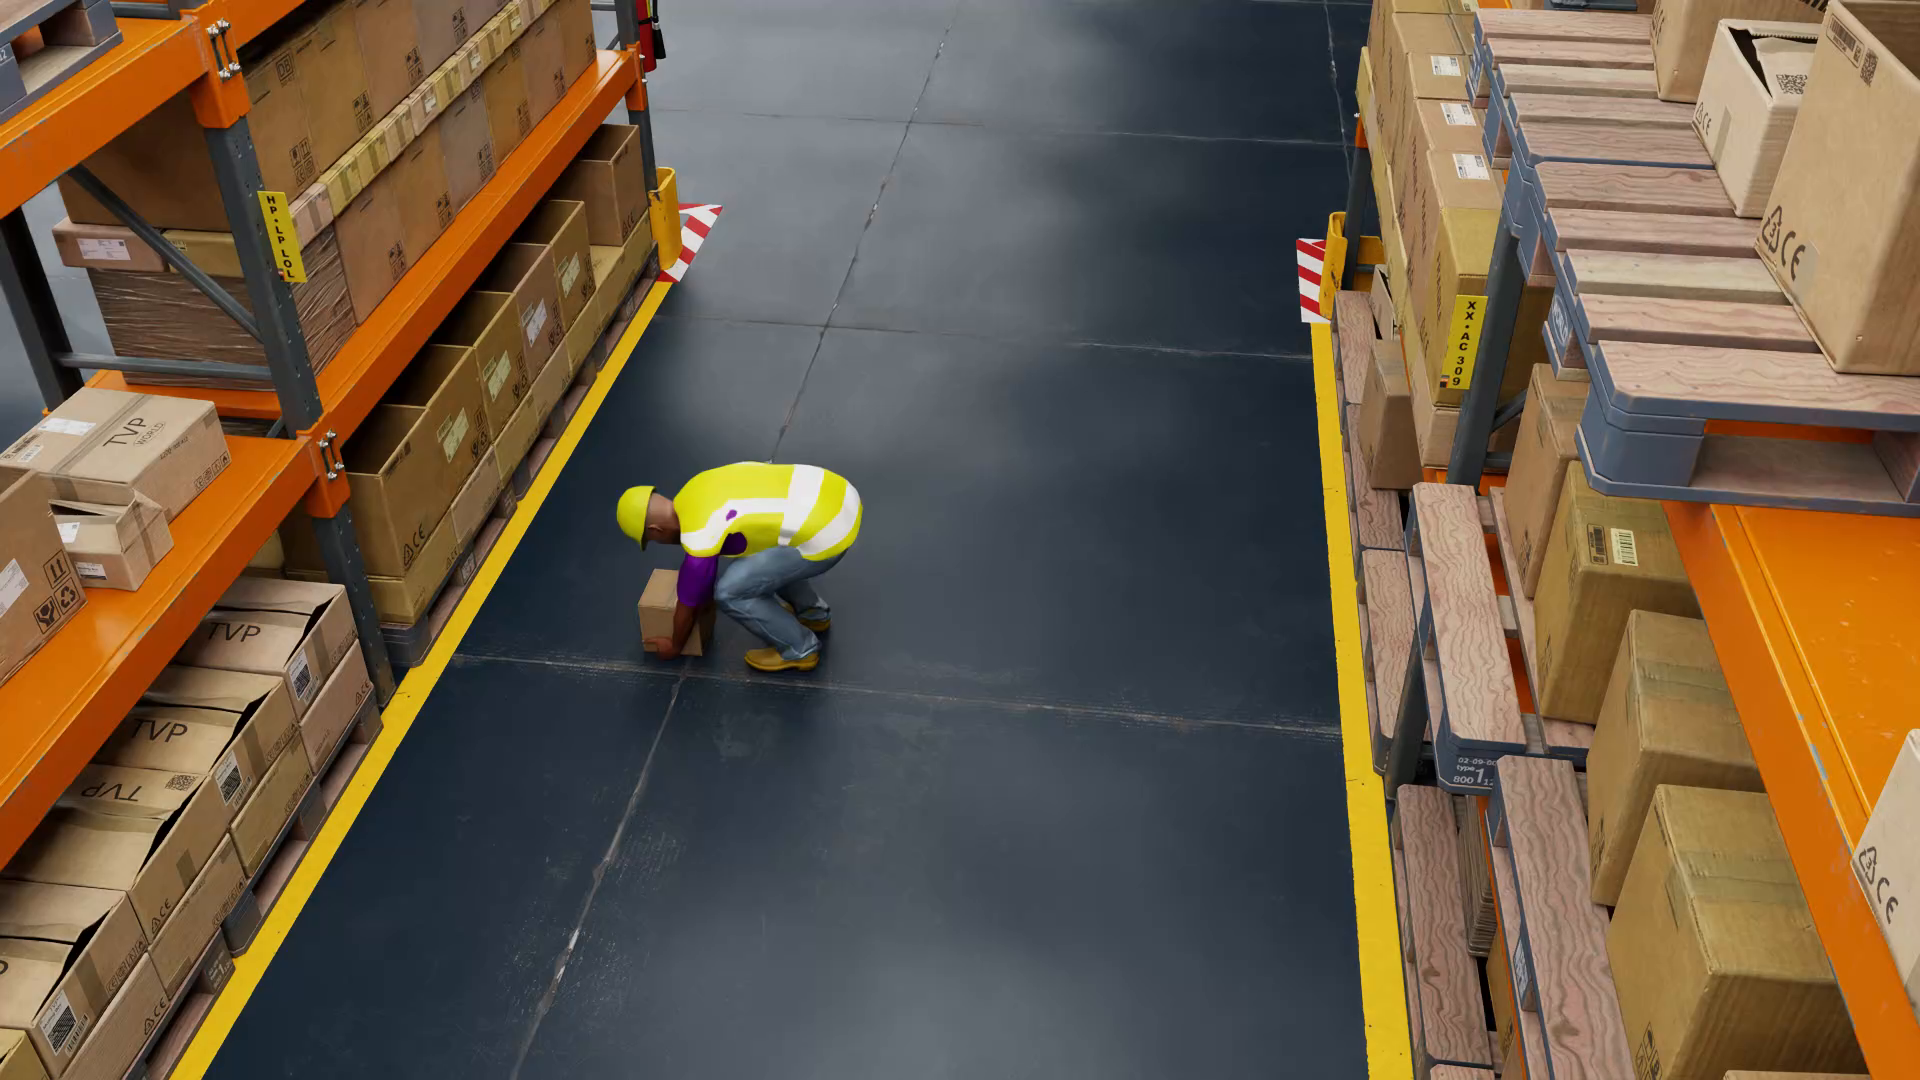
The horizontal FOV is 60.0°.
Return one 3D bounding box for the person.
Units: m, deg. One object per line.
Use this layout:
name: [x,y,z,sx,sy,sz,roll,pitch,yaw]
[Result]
person: [-0.887,0.098,6.793,0.980,0.863,0.518,3,36,4]
